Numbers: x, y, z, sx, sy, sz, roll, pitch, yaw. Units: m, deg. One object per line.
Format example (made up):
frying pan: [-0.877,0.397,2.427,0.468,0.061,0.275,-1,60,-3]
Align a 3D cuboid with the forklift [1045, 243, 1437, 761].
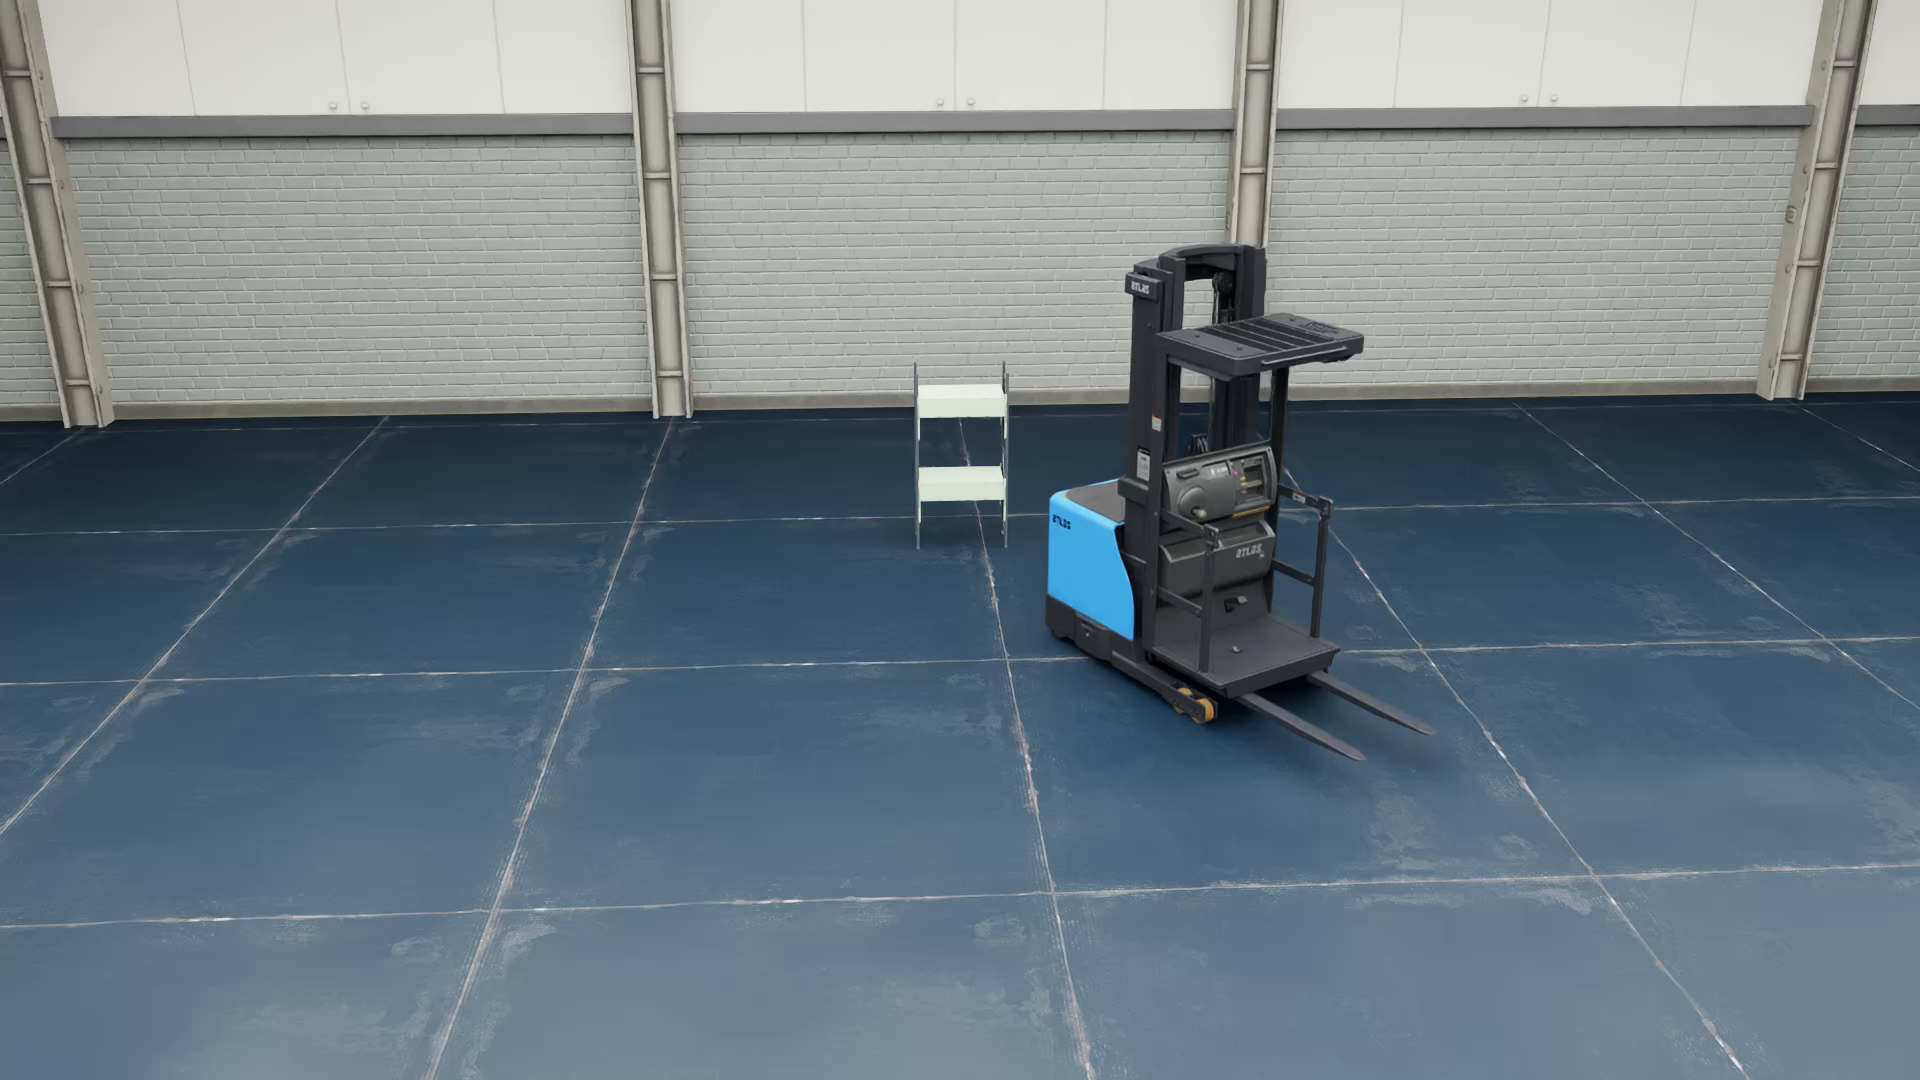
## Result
forklift: [1.851,-0.356,10.869,1.130,2.935,3.031,-13,24,-31]

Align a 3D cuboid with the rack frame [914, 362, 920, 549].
rack frame: [-0.359,-0.694,13.766,0.023,1.500,0.400,-1,21,-3]

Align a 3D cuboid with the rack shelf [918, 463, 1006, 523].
rack shelf: [0.007,-0.396,13.902,0.720,0.370,0.431,-1,21,-3]

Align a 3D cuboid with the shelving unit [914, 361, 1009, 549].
shelving unit: [0.007,-0.701,13.786,0.755,1.500,0.431,-1,21,-3]

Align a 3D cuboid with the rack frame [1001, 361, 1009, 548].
rack frame: [0.372,-0.708,13.805,0.023,1.500,0.400,-1,21,-3]

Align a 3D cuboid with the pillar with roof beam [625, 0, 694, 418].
pillar with roof beam: [-2.776,-4.009,11.934,0.400,9.000,9.100,-1,21,-3]

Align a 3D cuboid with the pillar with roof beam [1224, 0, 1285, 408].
pillar with roof beam: [3.214,-4.130,12.254,0.400,9.000,9.100,-1,21,-3]

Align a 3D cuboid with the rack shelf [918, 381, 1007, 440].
rack shelf: [0.007,-1.066,13.647,0.720,0.370,0.431,-1,21,-3]

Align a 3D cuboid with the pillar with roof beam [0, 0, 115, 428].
pillar with roof beam: [-8.766,-3.887,11.614,0.400,9.000,9.100,-1,21,-3]

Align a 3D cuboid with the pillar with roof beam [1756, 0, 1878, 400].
pillar with roof beam: [9.204,-4.252,12.574,0.400,9.000,9.100,-1,21,-3]
